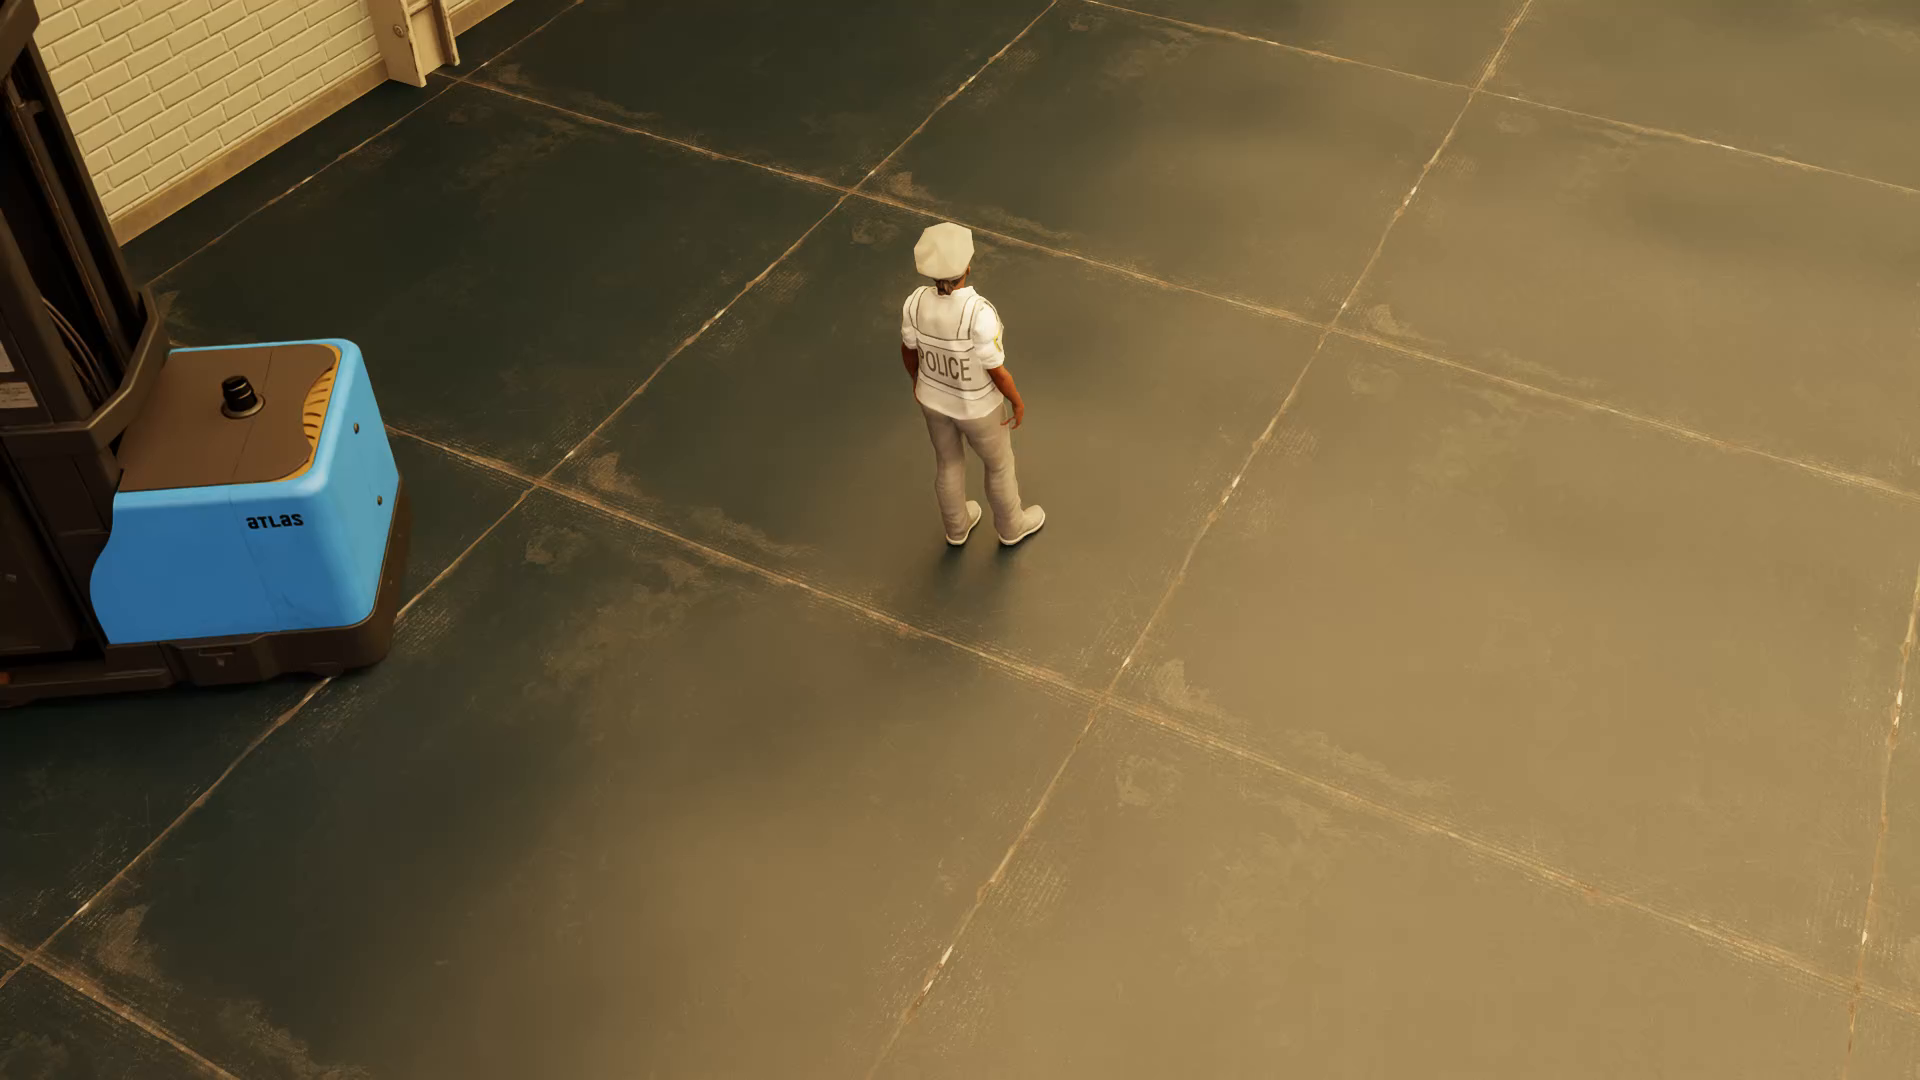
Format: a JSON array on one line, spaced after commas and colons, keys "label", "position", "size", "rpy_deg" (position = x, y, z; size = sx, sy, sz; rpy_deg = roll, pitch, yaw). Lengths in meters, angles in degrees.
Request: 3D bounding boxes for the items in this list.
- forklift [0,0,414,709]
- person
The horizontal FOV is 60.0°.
[{"label": "forklift", "position": [-4.022, -0.722, 6.420], "size": [3.031, 2.935, 1.130], "rpy_deg": [-4, 43, -5]}, {"label": "person", "position": [0.052, -0.661, 7.247], "size": [0.570, 1.695, 0.530], "rpy_deg": [20, 47, 20]}]
